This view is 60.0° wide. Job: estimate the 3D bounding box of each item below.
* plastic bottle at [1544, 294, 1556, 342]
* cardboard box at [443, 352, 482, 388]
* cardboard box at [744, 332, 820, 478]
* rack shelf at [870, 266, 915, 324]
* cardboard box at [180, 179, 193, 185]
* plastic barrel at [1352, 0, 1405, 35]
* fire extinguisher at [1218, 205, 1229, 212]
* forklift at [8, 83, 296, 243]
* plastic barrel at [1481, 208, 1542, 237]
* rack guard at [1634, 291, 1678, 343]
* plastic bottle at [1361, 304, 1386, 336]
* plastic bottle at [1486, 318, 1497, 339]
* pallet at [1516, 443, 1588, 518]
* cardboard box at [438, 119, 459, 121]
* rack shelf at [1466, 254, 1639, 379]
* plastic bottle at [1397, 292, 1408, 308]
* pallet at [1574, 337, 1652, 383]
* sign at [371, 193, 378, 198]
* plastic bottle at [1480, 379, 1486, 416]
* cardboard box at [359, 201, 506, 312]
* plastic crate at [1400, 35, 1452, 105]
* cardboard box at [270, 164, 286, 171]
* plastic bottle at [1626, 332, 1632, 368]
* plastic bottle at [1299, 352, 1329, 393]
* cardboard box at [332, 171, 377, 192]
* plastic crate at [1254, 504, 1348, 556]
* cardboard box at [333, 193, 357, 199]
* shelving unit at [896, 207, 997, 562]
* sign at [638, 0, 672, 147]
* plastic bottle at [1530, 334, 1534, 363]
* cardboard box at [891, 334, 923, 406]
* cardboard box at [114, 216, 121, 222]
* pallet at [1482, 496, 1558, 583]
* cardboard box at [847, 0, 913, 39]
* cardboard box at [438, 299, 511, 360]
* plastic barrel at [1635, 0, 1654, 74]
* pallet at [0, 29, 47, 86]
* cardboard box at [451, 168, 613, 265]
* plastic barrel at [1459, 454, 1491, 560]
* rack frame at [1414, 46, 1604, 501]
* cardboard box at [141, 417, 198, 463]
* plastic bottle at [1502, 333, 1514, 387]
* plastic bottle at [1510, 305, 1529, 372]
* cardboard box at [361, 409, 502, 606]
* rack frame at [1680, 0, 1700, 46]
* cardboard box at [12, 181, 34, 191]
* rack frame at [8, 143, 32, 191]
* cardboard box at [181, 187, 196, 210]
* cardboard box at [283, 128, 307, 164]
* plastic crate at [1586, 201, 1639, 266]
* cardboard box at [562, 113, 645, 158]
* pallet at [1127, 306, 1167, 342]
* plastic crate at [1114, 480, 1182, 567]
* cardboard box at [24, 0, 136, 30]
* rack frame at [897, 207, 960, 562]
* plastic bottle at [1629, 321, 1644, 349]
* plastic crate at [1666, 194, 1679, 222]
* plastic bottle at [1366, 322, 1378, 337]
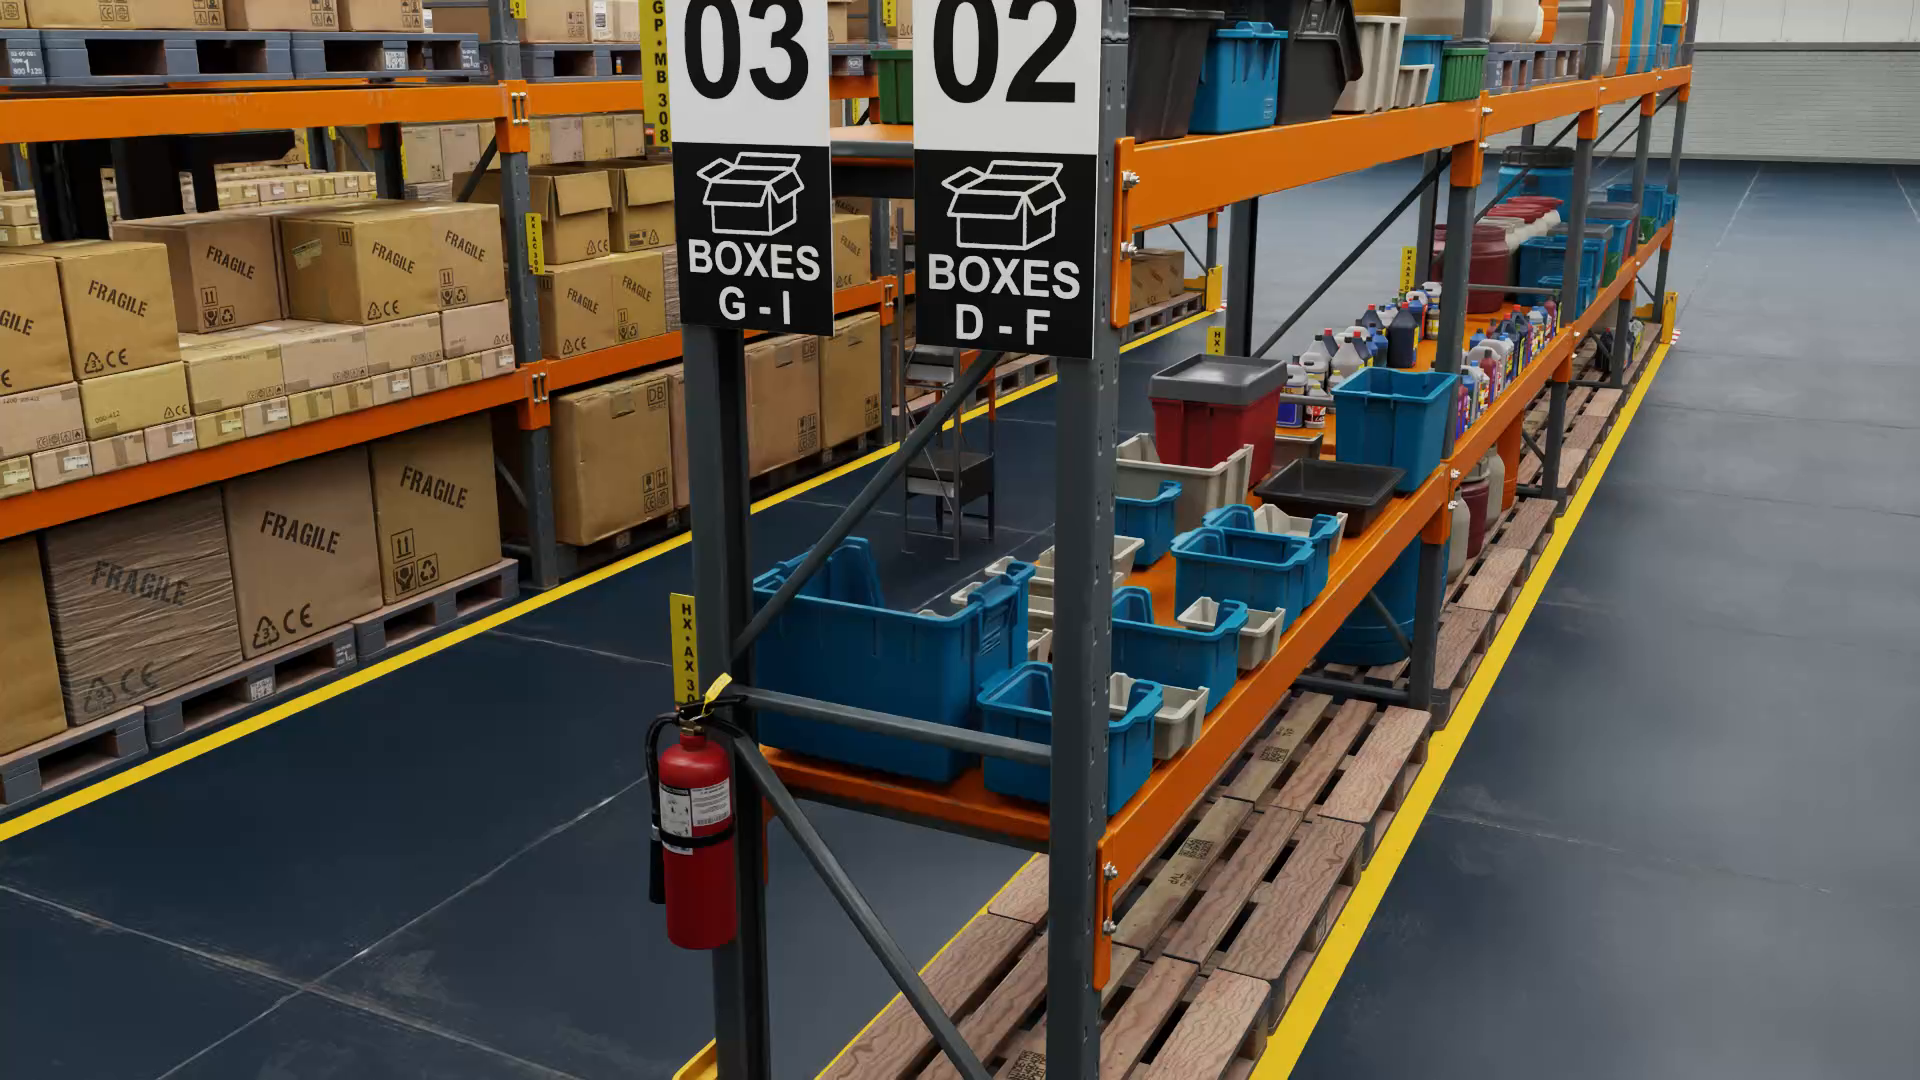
[{"bbox_3d":[3.524,-1.333,9.949,0.061,0.283,0.133,8,18,25],"label":"plastic bottle"},{"bbox_3d":[-2.751,-0.911,8.764,0.380,0.149,0.250,8,19,26],"label":"cardboard box"},{"bbox_3d":[-1.737,-1.019,11.680,1.225,0.875,0.875,8,18,26],"label":"cardboard box"},{"bbox_3d":[-0.111,-2.400,14.599,1.077,0.370,4.000,8,18,25],"label":"rack shelf"},{"bbox_3d":[-6.363,-2.830,13.443,0.380,0.149,0.250,9,19,27],"label":"cardboard box"},{"bbox_3d":[1.865,-2.574,7.585,0.600,0.588,0.600,0,17,0],"label":"plastic barrel"},{"bbox_3d":[3.033,-4.206,19.554,0.296,0.674,0.183,8,18,25],"label":"fire extinguisher"},{"bbox_3d":[-4.843,-1.536,10.549,1.130,2.935,3.031,8,18,25],"label":"forklift"},{"bbox_3d":[4.068,-2.176,12.344,0.433,0.535,0.433,0,17,0],"label":"plastic barrel"},{"bbox_3d":[7.009,-2.419,17.791,1.175,0.500,0.348,8,18,25],"label":"rack guard"},{"bbox_3d":[2.249,-1.119,9.110,0.144,0.351,0.185,8,18,25],"label":"plastic bottle"},{"bbox_3d":[2.905,-1.072,9.070,0.061,0.283,0.133,8,18,25],"label":"plastic bottle"},{"bbox_3d":[3.807,-0.461,11.705,1.003,0.211,1.213,8,18,25],"label":"pallet"},{"bbox_3d":[-7.045,-5.665,21.876,0.700,0.500,0.500,8,18,25],"label":"cardboard box"},{"bbox_3d":[4.320,-1.770,12.477,1.077,0.370,4.000,8,18,25],"label":"rack shelf"},{"bbox_3d":[2.636,-1.334,9.952,0.061,0.283,0.133,8,18,25],"label":"plastic bottle"},{"bbox_3d":[6.095,-1.765,16.095,1.003,0.211,1.213,8,18,25],"label":"pallet"},{"bbox_3d":[-3.282,-1.800,9.422,0.100,0.325,0.005,8,18,25],"label":"sign"},{"bbox_3d":[2.470,-0.704,7.976,0.097,0.201,0.097,0,17,0],"label":"plastic bottle"},{"bbox_3d":[-2.759,-1.495,8.714,0.500,0.500,0.500,9,19,27],"label":"cardboard box"},{"bbox_3d":[1.517,-1.671,5.909,0.416,0.233,0.300,8,18,25],"label":"plastic crate"},{"bbox_3d":[-8.200,-4.365,19.654,0.380,0.149,0.250,8,18,24],"label":"cardboard box"},{"bbox_3d":[5.945,-1.718,14.919,0.144,0.351,0.185,9,19,27],"label":"plastic bottle"},{"bbox_3d":[1.689,-0.761,8.037,0.152,0.276,0.135,8,18,25],"label":"plastic bottle"},{"bbox_3d":[-5.206,-3.075,14.267,0.380,0.149,0.250,7,18,23],"label":"cardboard box"},{"bbox_3d":[1.129,-0.007,5.636,0.293,0.136,0.466,8,18,25],"label":"plastic crate"},{"bbox_3d":[-5.328,-2.863,14.078,0.380,0.149,0.250,9,19,27],"label":"cardboard box"},{"bbox_3d":[-0.074,-0.964,10.083,0.431,2.100,0.503,8,18,25],"label":"shelving unit"},{"bbox_3d":[-0.648,-1.021,3.609,0.100,0.325,0.005,8,18,25],"label":"sign"},{"bbox_3d":[3.151,-1.093,9.285,0.097,0.201,0.097,0,17,0],"label":"plastic bottle"},{"bbox_3d":[-0.724,-1.421,13.658,0.700,0.500,0.500,7,18,22],"label":"cardboard box"},{"bbox_3d":[-6.252,-2.337,12.305,0.380,0.149,0.250,7,18,23],"label":"cardboard box"},{"bbox_3d":[3.111,-0.062,10.363,1.003,0.211,1.213,8,18,25],"label":"pallet"},{"bbox_3d":[-0.565,-4.048,12.562,0.500,0.500,0.500,8,18,26],"label":"cardboard box"},{"bbox_3d":[-2.755,-1.141,8.839,0.500,0.250,0.500,8,18,24],"label":"cardboard box"},{"bbox_3d":[4.888,-3.978,12.502,0.600,0.901,0.600,0,17,0],"label":"plastic barrel"},{"bbox_3d":[-4.258,-1.783,6.147,1.003,0.211,1.213,8,18,25],"label":"pallet"},{"bbox_3d":[-2.514,-1.909,9.745,0.797,0.503,0.637,8,18,24],"label":"cardboard box"},{"bbox_3d":[2.718,-0.236,9.548,0.600,0.588,0.708,8,18,25],"label":"plastic barrel"},{"bbox_3d":[3.426,-1.605,10.660,1.000,3.000,0.127,8,18,25],"label":"rack frame"},{"bbox_3d":[-3.554,-0.453,7.223,0.380,0.149,0.250,8,18,25],"label":"cardboard box"},{"bbox_3d":[2.823,-0.940,8.646,0.097,0.271,0.097,0,17,0],"label":"plastic bottle"},{"bbox_3d":[3.008,-1.098,9.038,0.144,0.351,0.185,8,18,25],"label":"plastic bottle"},{"bbox_3d":[-3.159,-0.241,9.062,0.875,0.875,0.875,8,18,25],"label":"cardboard box"},{"bbox_3d":[7.001,-6.519,16.666,1.000,3.000,0.127,8,18,25],"label":"rack frame"},{"bbox_3d":[-9.559,-3.636,17.201,0.380,0.149,0.250,7,18,22],"label":"cardboard box"},{"bbox_3d":[-9.871,-3.496,17.026,1.000,3.000,0.127,8,18,25],"label":"rack frame"},{"bbox_3d":[-6.020,-2.610,12.704,0.380,0.149,0.250,9,19,27],"label":"cardboard box"},{"bbox_3d":[-8.084,-4.760,19.846,0.500,0.500,0.500,8,18,24],"label":"cardboard box"},{"bbox_3d":[5.271,-2.492,13.535,0.402,0.464,0.583,8,18,25],"label":"plastic crate"},{"bbox_3d":[-3.826,-4.311,17.838,0.700,0.500,0.500,8,18,24],"label":"cardboard box"},{"bbox_3d":[1.595,-2.405,18.250,1.003,0.211,1.213,8,18,25],"label":"pallet"},{"bbox_3d":[0.539,-0.071,5.685,0.416,0.233,0.300,8,18,25],"label":"plastic crate"},{"bbox_3d":[-3.848,-2.338,6.769,0.700,0.500,0.500,7,18,22],"label":"cardboard box"},{"bbox_3d":[-0.183,-0.902,9.874,0.400,2.100,0.015,8,18,25],"label":"rack frame"},{"bbox_3d":[6.435,-1.964,15.878,0.152,0.276,0.135,8,18,26],"label":"plastic bottle"},{"bbox_3d":[7.045,-3.406,16.984,0.499,0.251,0.616,8,18,25],"label":"plastic crate"},{"bbox_3d":[2.219,-1.040,8.984,0.097,0.271,0.097,0,17,0],"label":"plastic bottle"}]
